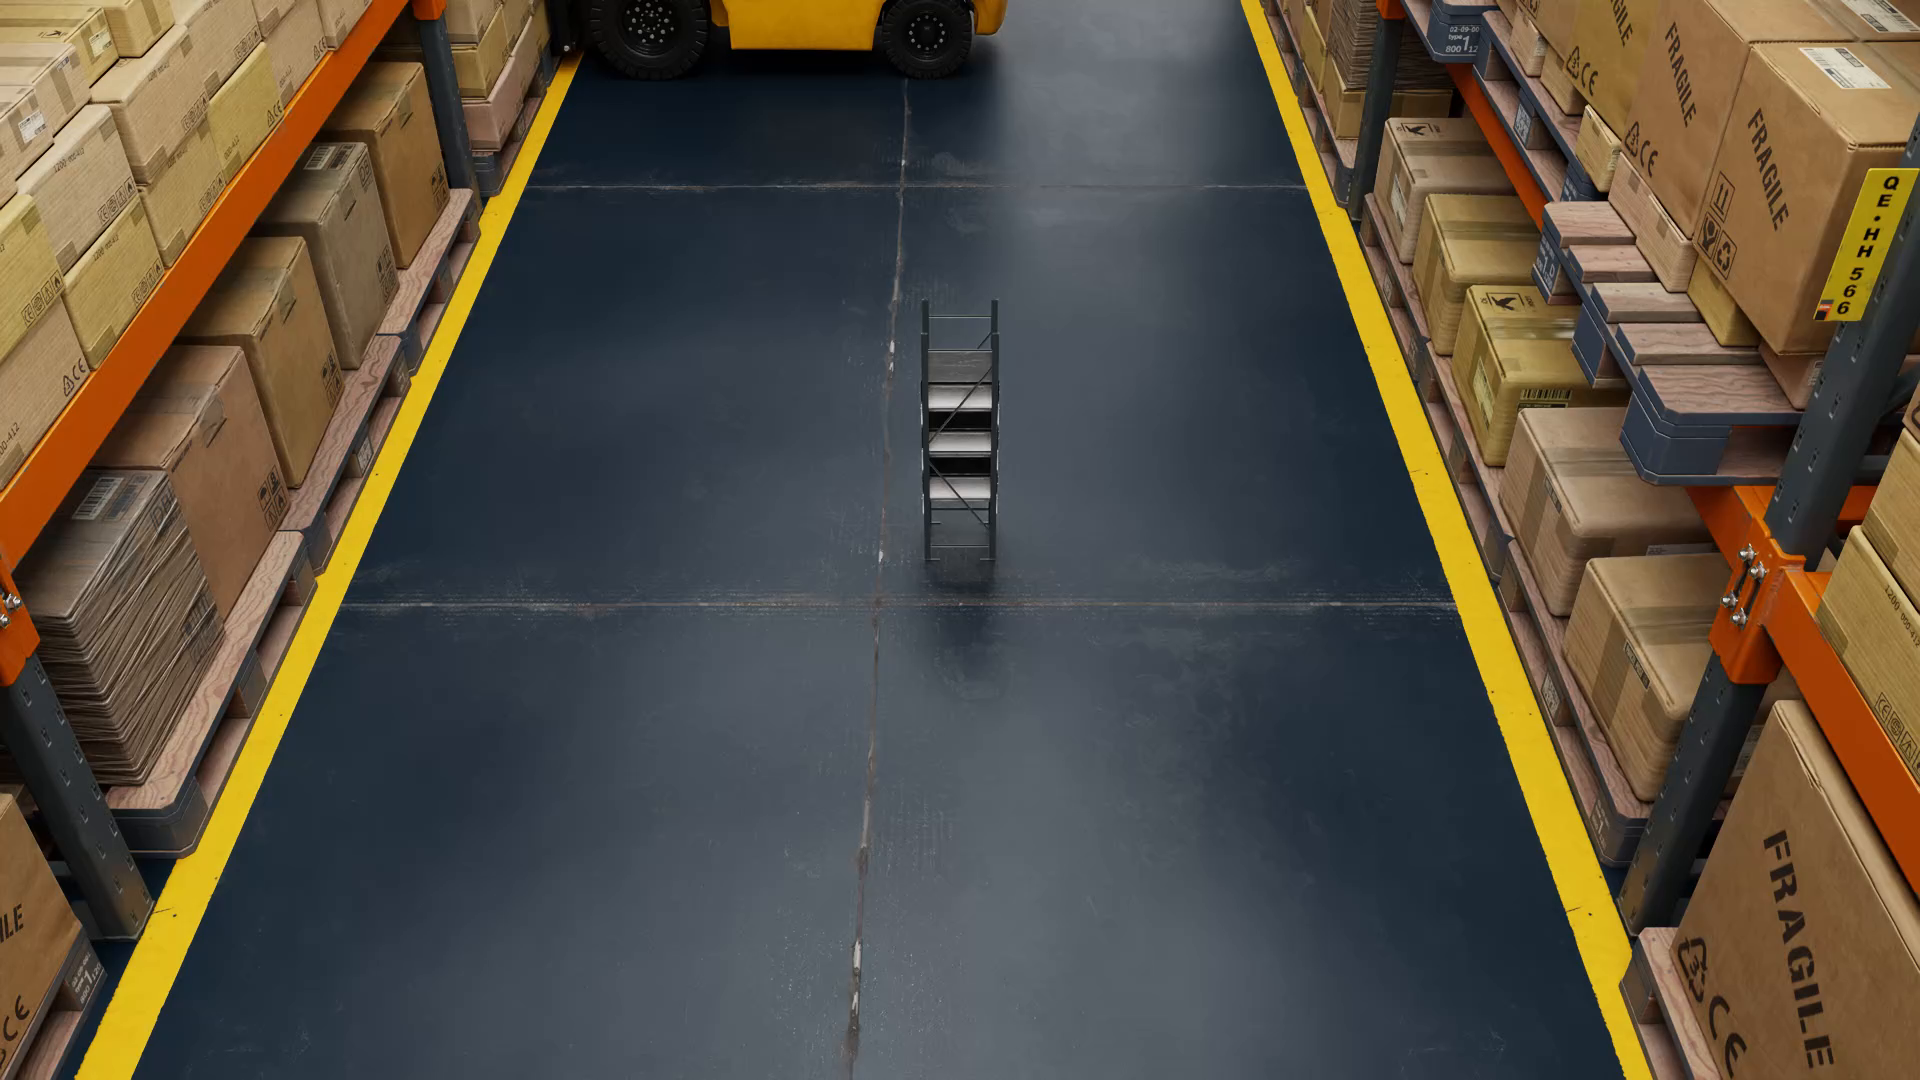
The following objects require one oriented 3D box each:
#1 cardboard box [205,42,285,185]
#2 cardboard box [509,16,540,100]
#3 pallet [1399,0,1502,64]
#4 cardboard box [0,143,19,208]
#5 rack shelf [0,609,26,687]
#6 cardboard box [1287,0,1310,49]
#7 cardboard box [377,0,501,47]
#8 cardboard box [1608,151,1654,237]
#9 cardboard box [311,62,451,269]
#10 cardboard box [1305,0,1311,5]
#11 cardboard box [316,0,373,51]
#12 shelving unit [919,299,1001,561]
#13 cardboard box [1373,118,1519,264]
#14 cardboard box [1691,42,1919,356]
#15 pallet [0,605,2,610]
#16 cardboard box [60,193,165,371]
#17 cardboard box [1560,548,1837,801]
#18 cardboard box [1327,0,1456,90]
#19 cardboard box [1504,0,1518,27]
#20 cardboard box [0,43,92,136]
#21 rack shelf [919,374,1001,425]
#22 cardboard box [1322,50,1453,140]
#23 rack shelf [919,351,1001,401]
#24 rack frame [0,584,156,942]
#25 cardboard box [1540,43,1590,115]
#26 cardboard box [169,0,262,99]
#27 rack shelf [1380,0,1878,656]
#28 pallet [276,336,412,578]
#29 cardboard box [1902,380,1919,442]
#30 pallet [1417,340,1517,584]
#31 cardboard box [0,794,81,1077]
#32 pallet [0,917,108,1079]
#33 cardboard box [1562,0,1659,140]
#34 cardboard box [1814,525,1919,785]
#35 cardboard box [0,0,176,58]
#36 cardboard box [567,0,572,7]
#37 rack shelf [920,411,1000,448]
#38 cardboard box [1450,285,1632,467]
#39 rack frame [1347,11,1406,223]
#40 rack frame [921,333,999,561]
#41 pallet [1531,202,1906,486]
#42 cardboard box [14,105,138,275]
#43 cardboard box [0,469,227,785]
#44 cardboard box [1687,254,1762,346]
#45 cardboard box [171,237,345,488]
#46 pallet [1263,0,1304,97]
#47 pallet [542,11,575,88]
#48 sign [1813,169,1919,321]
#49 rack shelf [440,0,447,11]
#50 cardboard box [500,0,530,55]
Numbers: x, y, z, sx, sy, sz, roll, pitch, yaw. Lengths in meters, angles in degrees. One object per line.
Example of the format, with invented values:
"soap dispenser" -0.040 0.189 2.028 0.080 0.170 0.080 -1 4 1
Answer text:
"cardboard box" -2.441 -1.321 5.120 0.500 0.250 0.500 1 39 1
"cardboard box" -2.373 -2.354 8.151 0.500 0.250 0.500 -1 39 -1
"pallet" 2.132 -2.096 6.120 1.003 0.211 1.213 0 39 0
"cardboard box" -2.390 -0.800 3.751 0.380 0.149 0.250 1 39 1
"rack shelf" -2.680 1.390 2.192 1.077 0.370 4.000 0 39 0
"cardboard box" 2.001 -2.760 8.658 0.500 0.250 0.500 1 39 1
"cardboard box" -2.374 -2.426 7.442 0.500 0.250 0.500 -1 39 -1
"cardboard box" 1.935 -0.900 4.340 0.380 0.149 0.250 -2 39 -2
"cardboard box" -2.675 -1.553 6.853 0.875 0.625 0.625 2 39 2
"cardboard box" 2.003 -3.039 8.407 0.500 0.500 0.500 2 39 2
"cardboard box" -2.419 -1.955 5.910 0.500 0.250 0.500 0 39 0
"shelving unit" 0.000 -0.346 5.462 0.258 0.900 0.210 0 39 0
"cardboard box" 2.280 -1.459 6.937 0.950 0.372 0.625 0 39 1
"cardboard box" 2.003 -0.750 3.634 0.500 0.500 0.500 -1 39 -1
"pallet" -2.612 0.358 3.059 1.213 0.211 1.003 0 39 0
"cardboard box" -2.434 -0.675 4.313 0.500 0.250 0.500 -1 39 -1
"cardboard box" 2.291 0.361 4.666 0.950 0.372 0.625 -2 39 -3
"cardboard box" 2.008 -2.402 7.612 0.500 0.500 0.500 -1 39 -1
"cardboard box" 1.986 -1.720 5.362 0.380 0.149 0.250 0 39 0
"cardboard box" -2.429 -1.124 4.155 0.380 0.149 0.250 0 39 0
"rack shelf" 0.000 -0.461 5.371 0.258 0.077 0.200 0 39 0
"cardboard box" 2.007 -2.109 7.846 0.500 0.250 0.500 2 39 2
"rack shelf" 0.000 -0.531 5.314 0.258 0.077 0.200 0 39 0
"rack frame" -2.683 -0.141 3.527 1.000 3.000 0.127 0 39 0
"cardboard box" 1.965 -1.387 4.947 0.380 0.149 0.250 -1 39 -1
"cardboard box" -2.447 -1.515 4.962 0.500 0.250 0.500 0 39 1
"rack shelf" 2.279 -1.117 5.320 1.077 0.370 4.000 0 39 0
"pallet" -2.643 -0.329 5.992 1.003 0.211 1.213 0 39 0
"cardboard box" 2.037 -0.268 2.806 0.500 0.500 0.500 -1 39 -2
"pallet" 2.283 -0.309 5.966 1.003 0.211 1.213 0 39 0
"cardboard box" -2.467 0.935 3.848 0.500 0.500 0.500 1 39 1
"pallet" -2.719 1.414 3.817 1.003 0.211 1.213 0 39 0
"cardboard box" 1.989 -1.389 4.431 0.500 0.500 0.500 -3 39 -3
"cardboard box" 2.030 0.218 3.200 0.500 0.250 0.500 -1 39 -1
"cardboard box" -2.400 -1.440 4.549 0.380 0.149 0.250 1 39 1
"cardboard box" -2.370 -2.993 8.949 0.500 0.250 0.500 1 39 1
"rack shelf" 0.000 -0.390 5.427 0.258 0.077 0.200 0 39 0
"cardboard box" 2.286 -0.574 5.834 0.950 0.372 0.625 1 39 1
"rack frame" 2.277 -2.648 6.656 1.000 3.000 0.127 0 39 0
"rack frame" 0.000 -0.282 5.383 0.240 0.900 0.006 0 39 0
"pallet" 2.174 -0.518 4.151 1.213 0.211 1.003 0 39 0
"cardboard box" -2.438 -0.868 4.155 0.500 0.250 0.500 1 39 1
"cardboard box" -2.670 0.232 4.625 0.875 0.625 0.625 1 39 1
"cardboard box" 1.973 -0.585 3.947 0.380 0.149 0.250 1 39 1
"cardboard box" -2.679 -0.598 5.661 0.875 0.625 0.625 -2 39 -2
"pallet" 2.236 -2.745 9.007 1.003 0.211 1.213 0 39 0
"pallet" -2.650 -2.817 9.096 1.003 0.211 1.213 0 39 0
"sign" 1.739 -0.562 3.190 0.100 0.325 0.005 0 39 0
"rack shelf" -2.689 -3.612 8.434 1.077 0.370 4.000 0 39 0
"cardboard box" -2.382 -2.546 7.992 0.500 0.250 0.500 0 39 0
